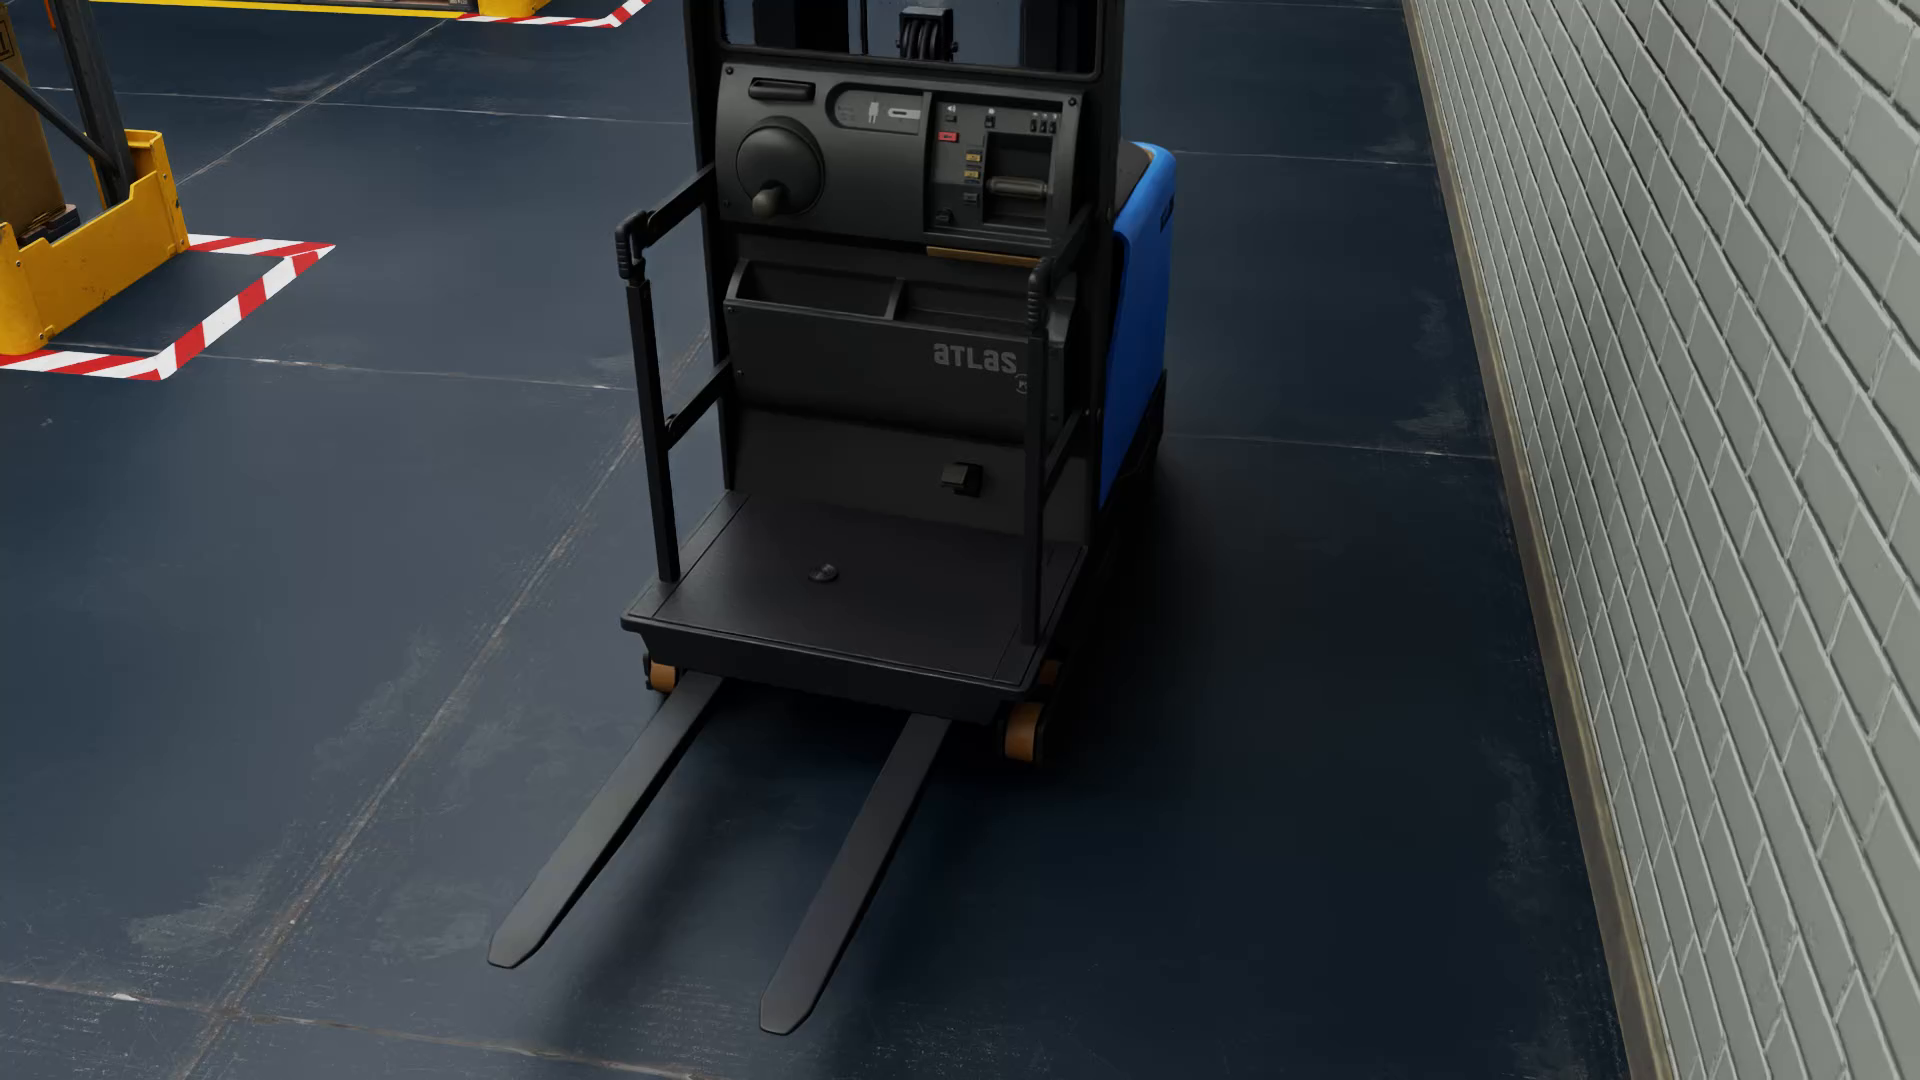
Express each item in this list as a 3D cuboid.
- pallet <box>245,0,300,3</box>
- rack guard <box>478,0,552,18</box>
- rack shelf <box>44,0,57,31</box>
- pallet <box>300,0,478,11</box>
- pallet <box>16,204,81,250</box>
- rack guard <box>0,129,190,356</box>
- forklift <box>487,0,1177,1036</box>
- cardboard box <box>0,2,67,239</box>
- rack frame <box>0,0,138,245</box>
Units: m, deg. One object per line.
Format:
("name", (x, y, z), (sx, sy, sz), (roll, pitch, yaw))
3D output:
("pallet", (-4.838, -3.909, 11.297), (1.213, 0.211, 1.003), (5, 32, 8))
("rack guard", (-2.807, -3.832, 10.902), (0.348, 0.500, 1.175), (5, 32, 8))
("rack shelf", (-5.637, -2.171, 6.569), (4.000, 0.370, 1.077), (5, 32, 8))
("pallet", (-3.639, -3.799, 11.121), (1.213, 0.211, 1.003), (5, 32, 8))
("pallet", (-4.467, -1.145, 6.881), (1.213, 0.211, 1.003), (5, 32, 8))
("rack guard", (-3.642, -1.235, 6.752), (0.348, 0.500, 1.175), (5, 32, 8))
("forklift", (-0.221, -0.899, 3.923), (1.130, 2.935, 3.031), (9, 33, 14))
("cardboard box", (-4.310, -1.590, 6.569), (0.875, 0.875, 0.875), (5, 32, 8))
("rack frame", (-3.666, -2.297, 6.093), (0.127, 3.000, 1.000), (5, 32, 8))
